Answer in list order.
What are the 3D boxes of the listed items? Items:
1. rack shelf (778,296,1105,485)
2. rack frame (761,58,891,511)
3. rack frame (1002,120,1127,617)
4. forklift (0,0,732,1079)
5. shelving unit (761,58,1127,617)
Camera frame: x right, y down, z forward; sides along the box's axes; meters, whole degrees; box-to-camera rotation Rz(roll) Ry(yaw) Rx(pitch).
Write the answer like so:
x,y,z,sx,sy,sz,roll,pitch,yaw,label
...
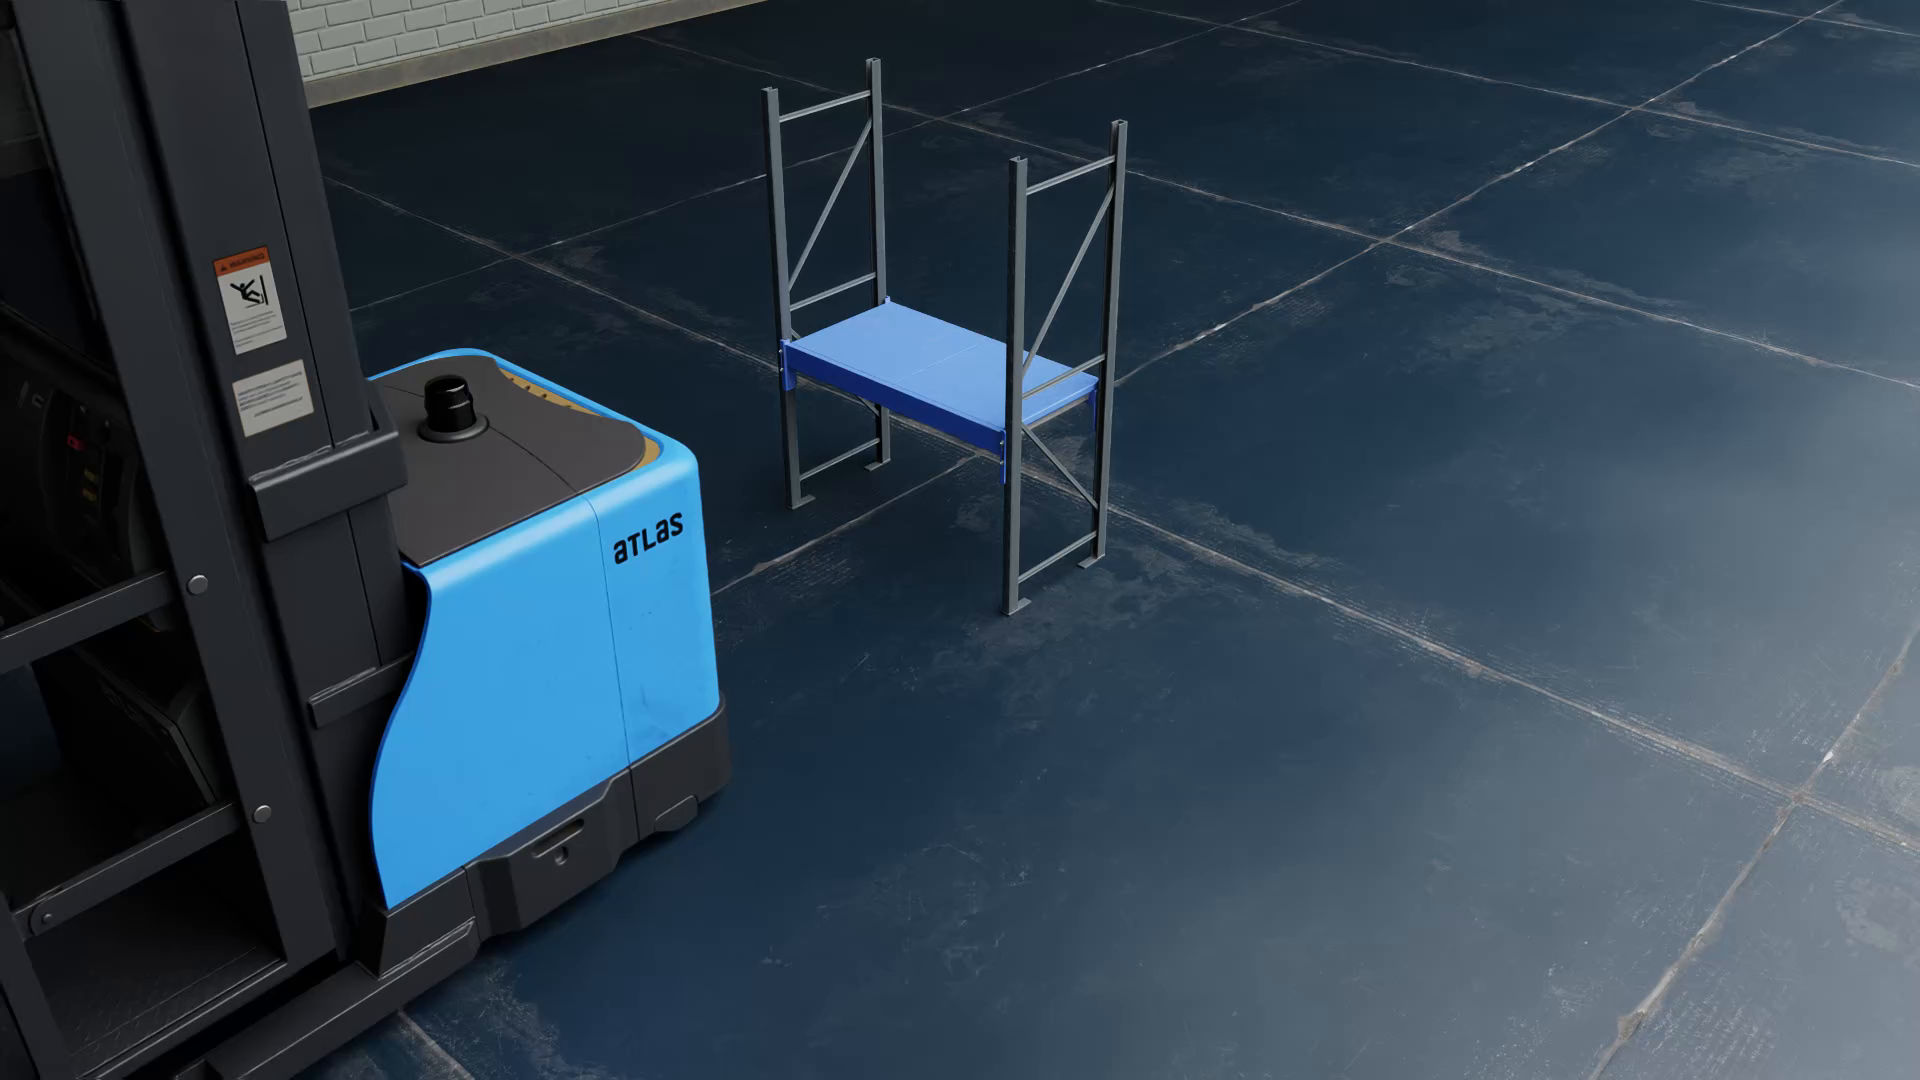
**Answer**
x,y,z,sx,sy,sz,roll,pitch,yaw,label
-0.063,-0.518,5.505,1.000,0.185,0.538,25,39,35,rack shelf
-0.440,-0.848,5.704,0.032,1.500,0.500,25,39,35,rack frame
0.314,-0.496,5.120,0.032,1.500,0.500,25,39,35,rack frame
-1.975,-0.151,3.159,1.130,2.935,3.031,24,39,34,forklift
-0.063,-0.672,5.412,1.048,1.500,0.538,25,39,35,shelving unit
